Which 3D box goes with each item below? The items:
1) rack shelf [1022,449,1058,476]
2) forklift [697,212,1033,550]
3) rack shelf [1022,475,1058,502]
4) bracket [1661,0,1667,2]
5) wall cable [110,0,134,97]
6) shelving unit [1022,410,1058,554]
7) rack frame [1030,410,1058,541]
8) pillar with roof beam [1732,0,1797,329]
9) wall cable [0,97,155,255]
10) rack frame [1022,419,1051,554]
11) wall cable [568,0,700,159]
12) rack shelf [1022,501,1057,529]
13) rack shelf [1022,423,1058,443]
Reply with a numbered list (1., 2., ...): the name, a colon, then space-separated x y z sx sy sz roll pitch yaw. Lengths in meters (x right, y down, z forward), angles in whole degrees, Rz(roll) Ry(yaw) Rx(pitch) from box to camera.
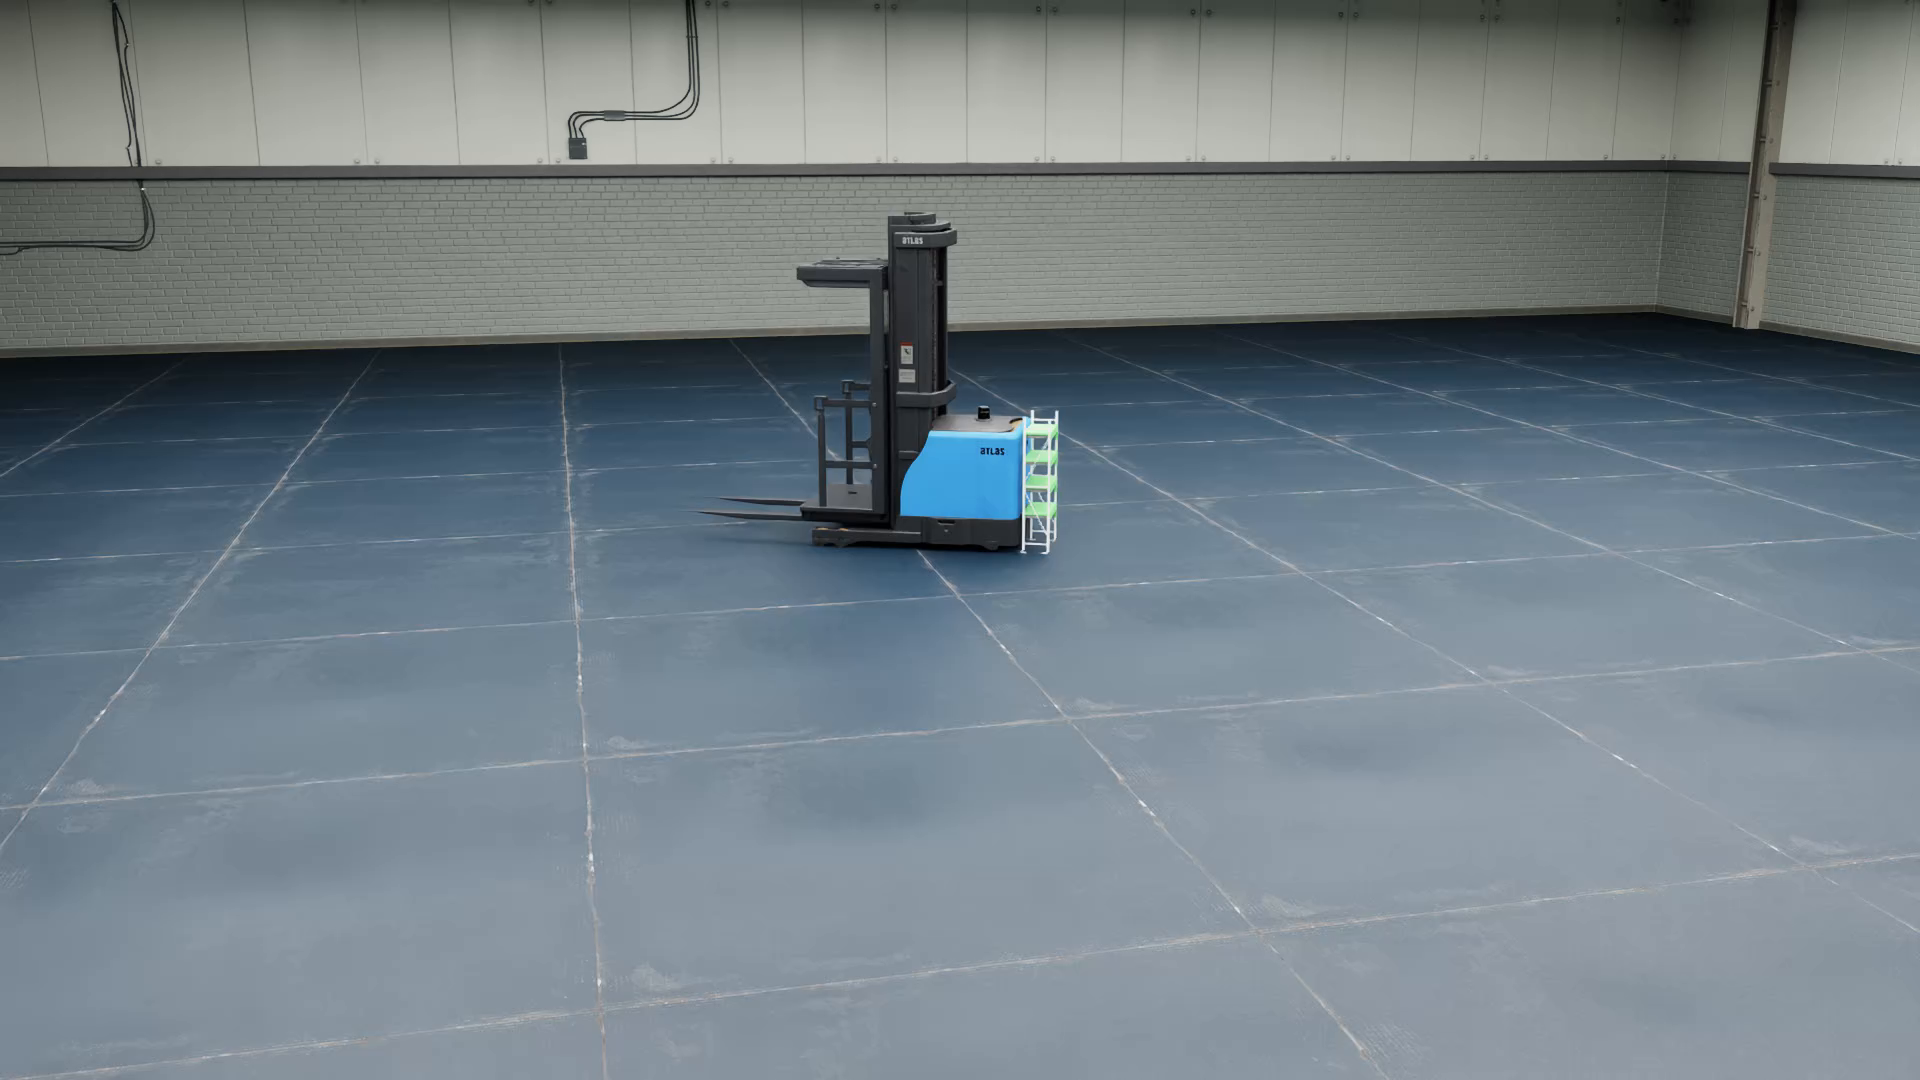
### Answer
1. rack shelf: 0.716 -0.694 14.820 0.258 0.148 0.480 3 14 10
2. forklift: -0.884 -1.481 15.137 3.031 2.935 1.130 2 14 10
3. rack shelf: 0.716 -0.461 14.877 0.258 0.148 0.480 3 14 10
4. bracket: 14.108 -10.824 33.009 0.235 0.232 0.430 -3 14 -13
5. wall cable: -12.288 -8.546 27.171 3.097 2.526 0.112 -3 14 -13
6. shelving unit: 0.716 -0.523 14.862 0.258 1.200 0.503 3 14 10
7. rack frame: 0.760 -0.580 15.095 0.240 1.200 0.015 3 14 10
8. pillar with roof beam: 10.923 -8.213 29.905 9.100 9.000 0.548 -3 14 -13
9. wall cable: -14.918 -5.942 27.153 3.097 2.526 0.112 -3 14 -13
10. rack frame: 0.672 -0.466 14.629 0.240 1.200 0.015 3 14 10
11. wall cable: -5.686 -9.628 28.532 2.305 6.003 0.169 -3 14 -13
12. rack shelf: 0.716 -0.228 14.934 0.258 0.148 0.480 3 14 10
13. rack shelf: 0.716 -0.927 14.763 0.258 0.148 0.480 3 14 10
